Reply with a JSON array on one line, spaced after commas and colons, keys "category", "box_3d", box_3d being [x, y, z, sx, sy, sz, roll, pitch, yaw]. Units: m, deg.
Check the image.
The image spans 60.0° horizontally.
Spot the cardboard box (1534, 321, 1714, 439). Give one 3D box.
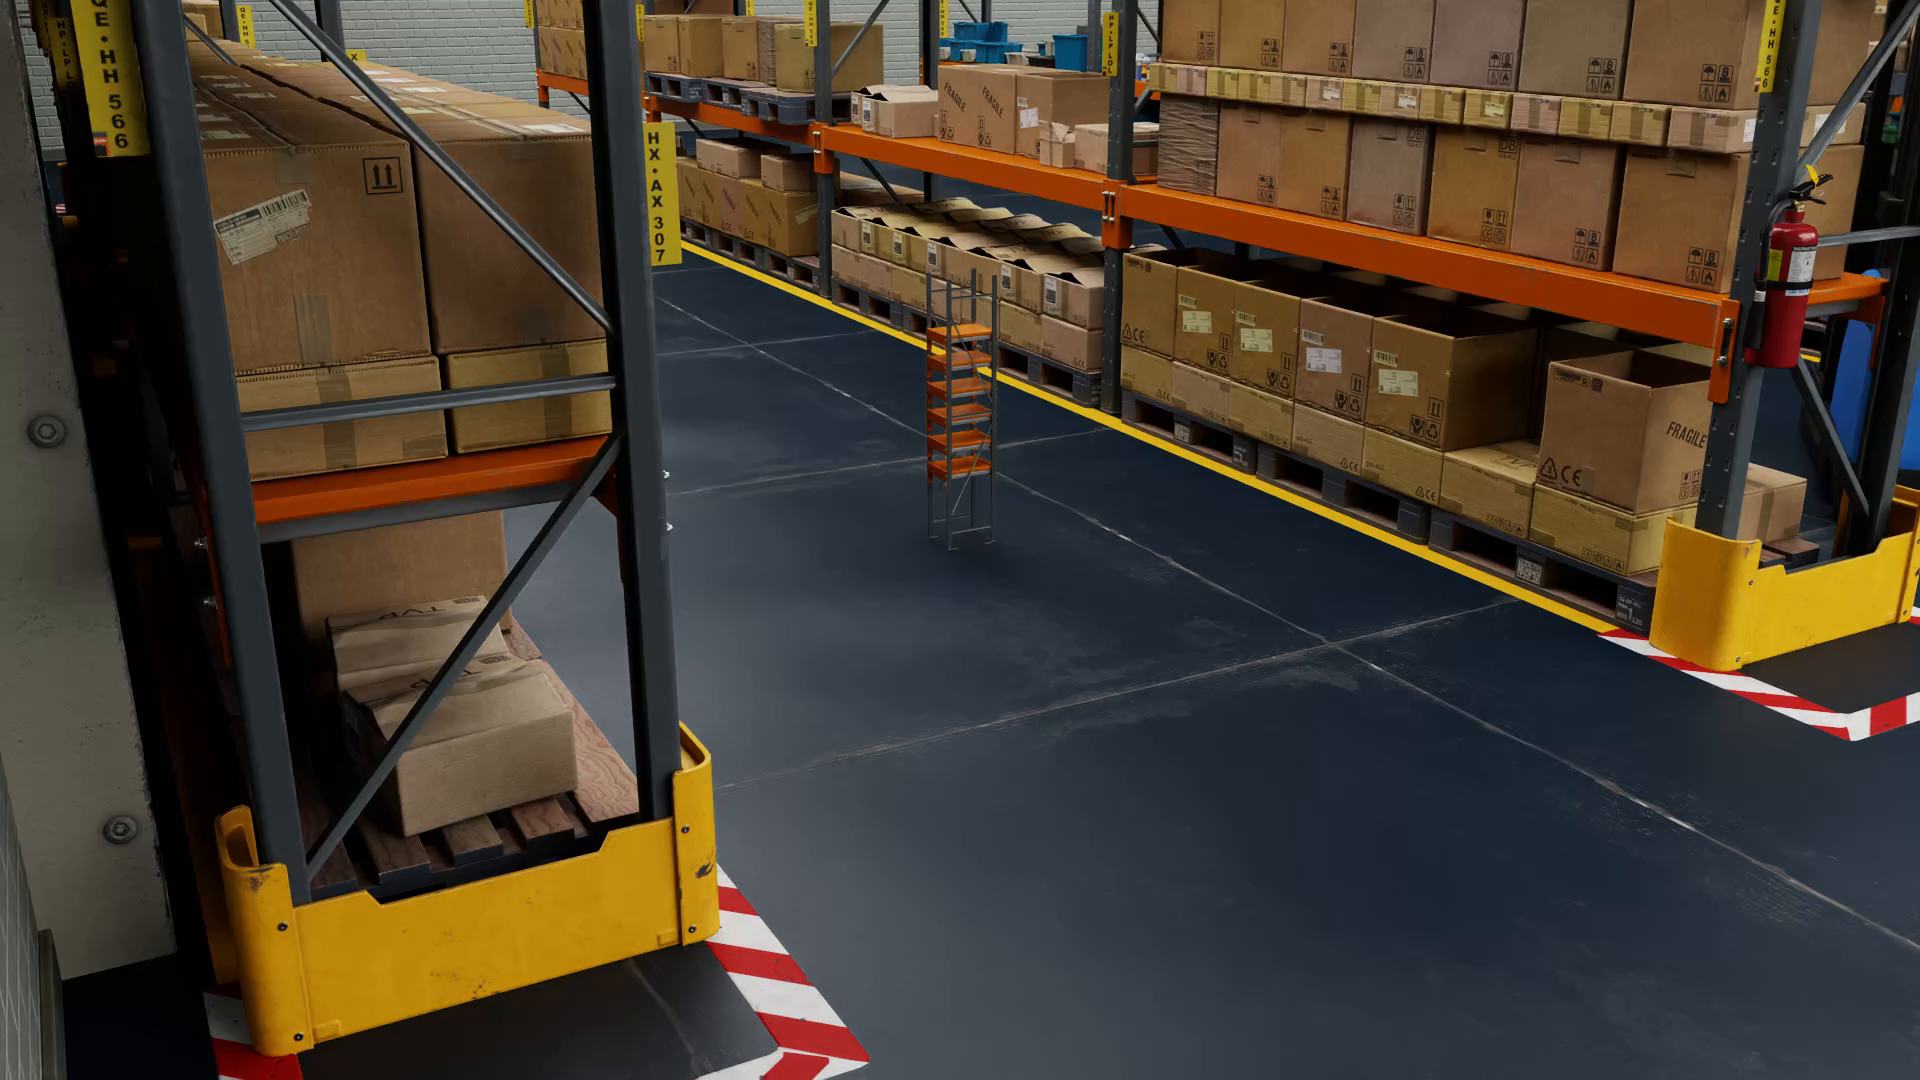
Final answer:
[{"category": "cardboard box", "box_3d": [2.880, -0.661, 7.202, 0.500, 0.500, 0.500, -10, 21, -27]}]

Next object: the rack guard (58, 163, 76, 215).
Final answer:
[{"category": "rack guard", "box_3d": [-8.789, -3.726, 17.495, 1.175, 0.500, 0.348, -10, 21, -27]}]

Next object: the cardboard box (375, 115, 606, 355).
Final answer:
[{"category": "cardboard box", "box_3d": [-1.142, -0.785, 4.188, 0.500, 0.500, 0.500, -10, 21, -27]}]

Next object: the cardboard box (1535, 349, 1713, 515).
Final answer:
[{"category": "cardboard box", "box_3d": [2.661, -0.437, 6.554, 0.500, 0.500, 0.500, -10, 21, -27]}]

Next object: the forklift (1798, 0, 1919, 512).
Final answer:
[{"category": "forklift", "box_3d": [5.043, -1.824, 8.257, 1.130, 2.935, 3.031, 7, 20, 20]}]

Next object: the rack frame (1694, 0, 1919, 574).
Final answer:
[{"category": "rack frame", "box_3d": [3.178, -1.076, 5.984, 1.000, 3.000, 0.127, -10, 21, -27]}]

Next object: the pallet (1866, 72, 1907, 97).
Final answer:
[{"category": "pallet", "box_3d": [9.075, -4.254, 15.486, 1.003, 0.211, 1.213, -10, 21, -27]}]

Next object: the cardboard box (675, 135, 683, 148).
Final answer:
[{"category": "cardboard box", "box_3d": [-3.417, -4.087, 17.863, 0.797, 0.503, 0.637, -10, 21, -27]}]

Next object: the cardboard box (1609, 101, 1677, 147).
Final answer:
[{"category": "cardboard box", "box_3d": [2.703, -1.585, 6.311, 0.380, 0.149, 0.250, -9, 21, -25]}]

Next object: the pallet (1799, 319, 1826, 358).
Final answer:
[{"category": "pallet", "box_3d": [5.922, -1.473, 11.409, 1.003, 0.211, 1.213, -10, 21, -27]}]

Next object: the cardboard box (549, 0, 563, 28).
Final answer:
[{"category": "cardboard box", "box_3d": [-4.186, -5.872, 18.196, 0.500, 0.500, 0.500, -10, 21, -26]}]

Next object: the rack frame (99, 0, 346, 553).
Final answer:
[{"category": "rack frame", "box_3d": [-3.079, -1.456, 7.085, 1.000, 3.000, 0.127, -10, 21, -27]}]

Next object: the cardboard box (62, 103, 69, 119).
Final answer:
[{"category": "cardboard box", "box_3d": [-6.866, -3.422, 13.136, 0.380, 0.149, 0.250, -11, 22, -28]}]

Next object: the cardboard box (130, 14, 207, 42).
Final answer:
[{"category": "cardboard box", "box_3d": [-4.623, -2.982, 9.684, 0.380, 0.149, 0.250, -14, 24, -36]}]

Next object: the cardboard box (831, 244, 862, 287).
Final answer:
[{"category": "cardboard box", "box_3d": [-0.631, -2.076, 12.452, 0.500, 0.250, 0.500, -10, 21, -27]}]

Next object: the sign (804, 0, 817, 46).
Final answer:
[{"category": "sign", "box_3d": [-1.094, -3.796, 12.212, 0.100, 0.325, 0.005, -10, 21, -27]}]

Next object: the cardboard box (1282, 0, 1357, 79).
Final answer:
[{"category": "cardboard box", "box_3d": [1.973, -2.470, 7.880, 0.700, 0.500, 0.500, -10, 21, -27]}]

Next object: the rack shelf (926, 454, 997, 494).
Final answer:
[{"category": "rack shelf", "box_3d": [0.007, -0.294, 7.348, 0.258, 0.103, 0.180, -10, 21, -27]}]

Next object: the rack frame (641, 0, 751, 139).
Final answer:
[{"category": "rack frame", "box_3d": [-2.520, -4.521, 15.967, 1.000, 3.000, 0.127, -10, 21, -27]}]

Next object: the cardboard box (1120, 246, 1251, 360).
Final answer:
[{"category": "cardboard box", "box_3d": [1.223, -1.296, 9.043, 0.500, 0.500, 0.500, -10, 21, -27]}]

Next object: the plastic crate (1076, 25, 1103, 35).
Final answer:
[{"category": "plastic crate", "box_3d": [1.637, -5.641, 19.022, 0.402, 0.464, 0.583, -10, 21, -27]}]

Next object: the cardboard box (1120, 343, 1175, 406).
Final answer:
[{"category": "cardboard box", "box_3d": [1.232, -0.943, 9.169, 0.500, 0.250, 0.500, -10, 21, -27]}]

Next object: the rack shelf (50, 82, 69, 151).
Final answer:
[{"category": "rack shelf", "box_3d": [-7.828, -3.987, 15.521, 1.077, 0.370, 4.000, -10, 21, -27]}]

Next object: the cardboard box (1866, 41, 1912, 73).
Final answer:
[{"category": "cardboard box", "box_3d": [8.692, -4.517, 15.541, 0.500, 0.250, 0.500, -11, 22, -28]}]

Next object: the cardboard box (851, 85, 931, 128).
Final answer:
[{"category": "cardboard box", "box_3d": [-0.487, -3.219, 12.331, 0.500, 0.311, 0.500, -9, 21, -23]}]

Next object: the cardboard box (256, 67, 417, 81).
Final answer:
[{"category": "cardboard box", "box_3d": [-2.341, -1.519, 6.316, 0.500, 0.500, 0.500, -10, 21, -27]}]

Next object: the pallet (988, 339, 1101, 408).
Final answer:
[{"category": "pallet", "box_3d": [0.894, -1.112, 10.362, 1.003, 0.211, 1.213, -10, 21, -27]}]

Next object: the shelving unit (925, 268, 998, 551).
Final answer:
[{"category": "shelving unit", "box_3d": [0.007, -0.563, 7.255, 0.258, 1.200, 0.189, -10, 21, -27]}]

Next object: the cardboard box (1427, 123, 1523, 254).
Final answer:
[{"category": "cardboard box", "box_3d": [2.483, -1.553, 7.212, 0.700, 0.500, 0.500, -10, 21, -26]}]

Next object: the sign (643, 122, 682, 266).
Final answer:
[{"category": "sign", "box_3d": [-0.702, -0.801, 3.859, 0.100, 0.325, 0.005, -10, 21, -27]}]

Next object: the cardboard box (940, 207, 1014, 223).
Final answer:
[{"category": "cardboard box", "box_3d": [0.097, -2.276, 12.173, 0.500, 0.311, 0.500, -10, 22, -27]}]

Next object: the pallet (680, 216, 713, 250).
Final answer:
[{"category": "pallet", "box_3d": [-2.101, -2.975, 15.762, 1.003, 0.211, 1.213, -10, 21, -27]}]

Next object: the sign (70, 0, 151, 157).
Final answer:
[{"category": "sign", "box_3d": [-1.678, -0.924, 3.284, 0.100, 0.325, 0.005, -10, 21, -27]}]

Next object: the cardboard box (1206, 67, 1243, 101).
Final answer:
[{"category": "cardboard box", "box_3d": [1.479, -2.325, 8.456, 0.380, 0.149, 0.250, -11, 22, -28]}]

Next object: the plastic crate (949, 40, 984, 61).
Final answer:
[{"category": "plastic crate", "box_3d": [0.081, -6.074, 20.632, 0.416, 0.233, 0.300, -10, 21, -27]}]

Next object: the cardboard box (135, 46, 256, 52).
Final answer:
[{"category": "cardboard box", "box_3d": [-4.136, -2.372, 8.911, 0.700, 0.500, 0.500, -10, 21, -27]}]

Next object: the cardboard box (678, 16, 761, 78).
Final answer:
[{"category": "cardboard box", "box_3d": [-2.110, -4.409, 14.844, 0.700, 0.500, 0.500, -6, 20, -18]}]

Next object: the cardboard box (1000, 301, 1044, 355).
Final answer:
[{"category": "cardboard box", "box_3d": [0.588, -1.343, 10.328, 0.500, 0.250, 0.500, -10, 22, -27]}]

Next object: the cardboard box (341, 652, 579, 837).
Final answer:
[{"category": "cardboard box", "box_3d": [-1.429, 0.543, 4.740, 0.500, 0.311, 0.500, -13, 23, -33]}]

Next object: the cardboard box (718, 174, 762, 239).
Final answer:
[{"category": "cardboard box", "box_3d": [-1.772, -2.930, 14.512, 0.500, 0.500, 0.500, -11, 22, -29]}]

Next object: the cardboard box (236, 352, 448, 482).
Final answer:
[{"category": "cardboard box", "box_3d": [-1.572, -0.351, 4.080, 0.500, 0.250, 0.500, -10, 21, -26]}]

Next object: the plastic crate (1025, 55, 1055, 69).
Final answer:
[{"category": "plastic crate", "box_3d": [1.073, -5.465, 19.033, 0.437, 0.125, 0.590, -10, 21, -27]}]

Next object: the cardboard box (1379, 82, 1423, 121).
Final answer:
[{"category": "cardboard box", "box_3d": [2.090, -1.955, 7.383, 0.380, 0.149, 0.250, -10, 22, -27]}]

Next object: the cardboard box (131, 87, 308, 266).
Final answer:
[{"category": "cardboard box", "box_3d": [-2.310, -1.142, 5.223, 0.500, 0.500, 0.500, -10, 21, -26]}]

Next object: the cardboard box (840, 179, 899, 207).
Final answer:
[{"category": "cardboard box", "box_3d": [-0.839, -2.723, 13.915, 0.500, 0.500, 0.500, -11, 22, -29]}]

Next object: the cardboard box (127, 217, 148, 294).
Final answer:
[{"category": "cardboard box", "box_3d": [-2.791, -1.083, 6.202, 0.500, 0.250, 0.500, -11, 22, -28]}]

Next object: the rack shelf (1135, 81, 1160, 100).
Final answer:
[{"category": "rack shelf", "box_3d": [2.790, -4.373, 16.641, 1.077, 0.370, 4.000, -10, 21, -27]}]

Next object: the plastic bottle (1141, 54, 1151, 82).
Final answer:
[{"category": "plastic bottle", "box_3d": [1.930, -4.892, 17.239, 0.097, 0.271, 0.097, 0, 19, 0]}]

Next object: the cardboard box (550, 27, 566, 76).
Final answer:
[{"category": "cardboard box", "box_3d": [-4.192, -5.401, 18.364, 0.500, 0.500, 0.500, -10, 22, -27]}]

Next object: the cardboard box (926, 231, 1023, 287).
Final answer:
[{"category": "cardboard box", "box_3d": [0.111, -1.897, 11.074, 0.500, 0.311, 0.500, -10, 22, -27]}]

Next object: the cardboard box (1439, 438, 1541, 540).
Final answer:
[{"category": "cardboard box", "box_3d": [2.415, -0.225, 7.088, 0.500, 0.250, 0.500, -10, 21, -27]}]

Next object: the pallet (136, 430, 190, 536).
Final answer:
[{"category": "pallet", "box_3d": [-3.450, -0.361, 8.186, 1.003, 0.211, 1.213, -10, 21, -27]}]

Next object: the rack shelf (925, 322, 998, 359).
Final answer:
[{"category": "rack shelf", "box_3d": [0.007, -0.861, 7.153, 0.258, 0.103, 0.180, -10, 21, -27]}]

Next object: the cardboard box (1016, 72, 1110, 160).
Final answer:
[{"category": "cardboard box", "box_3d": [0.678, -2.646, 10.380, 0.500, 0.500, 0.500, -8, 21, -23]}]
